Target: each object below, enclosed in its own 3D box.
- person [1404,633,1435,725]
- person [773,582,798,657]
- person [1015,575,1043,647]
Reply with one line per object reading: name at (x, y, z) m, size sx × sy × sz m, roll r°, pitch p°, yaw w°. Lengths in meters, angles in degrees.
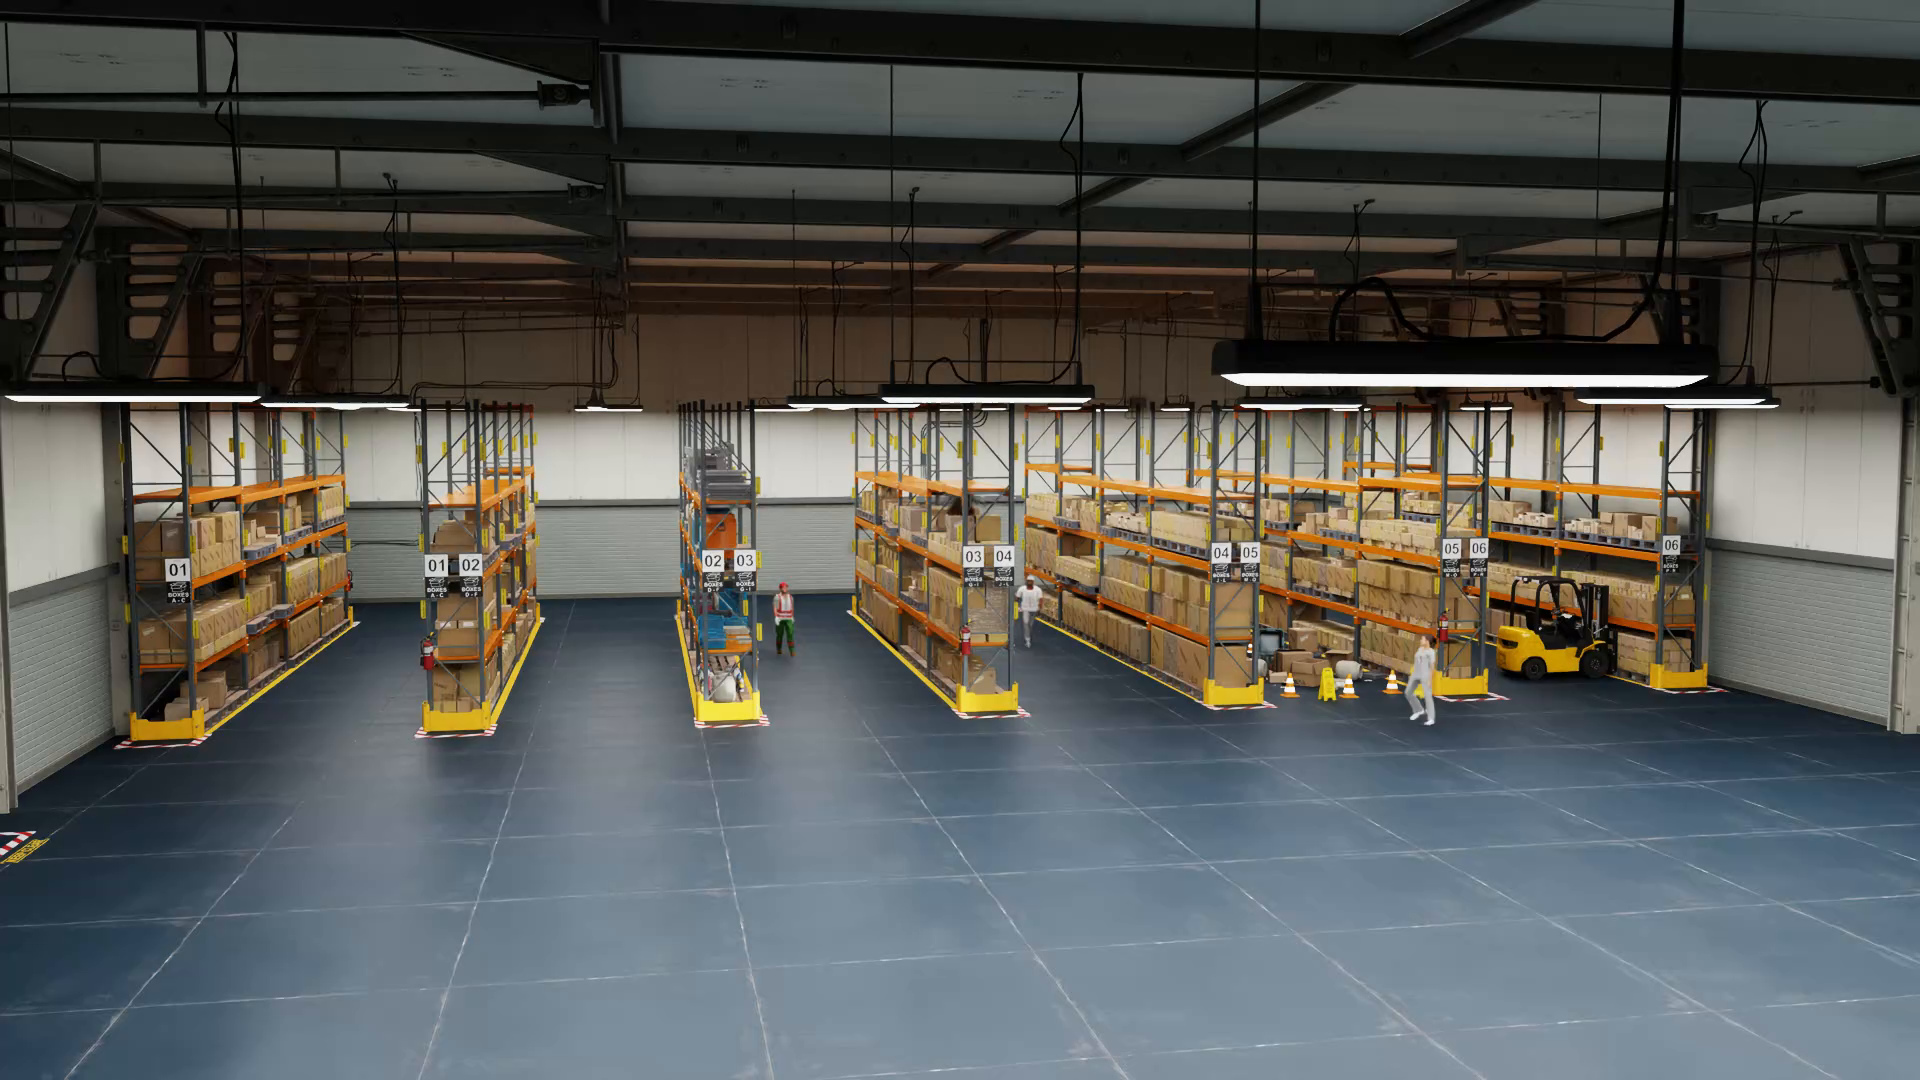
person at (8.566, 2.553, 30.805) m, size 0.402 × 1.665 × 0.577 m, roll -3°, pitch 5°, yaw -38°
person at (-4.123, 1.864, 39.208) m, size 0.560 × 1.729 × 1.007 m, roll -1°, pitch 5°, yaw -18°
person at (1.741, 1.744, 41.430) m, size 0.640 × 1.746 × 1.003 m, roll -1°, pitch 4°, yaw -10°
